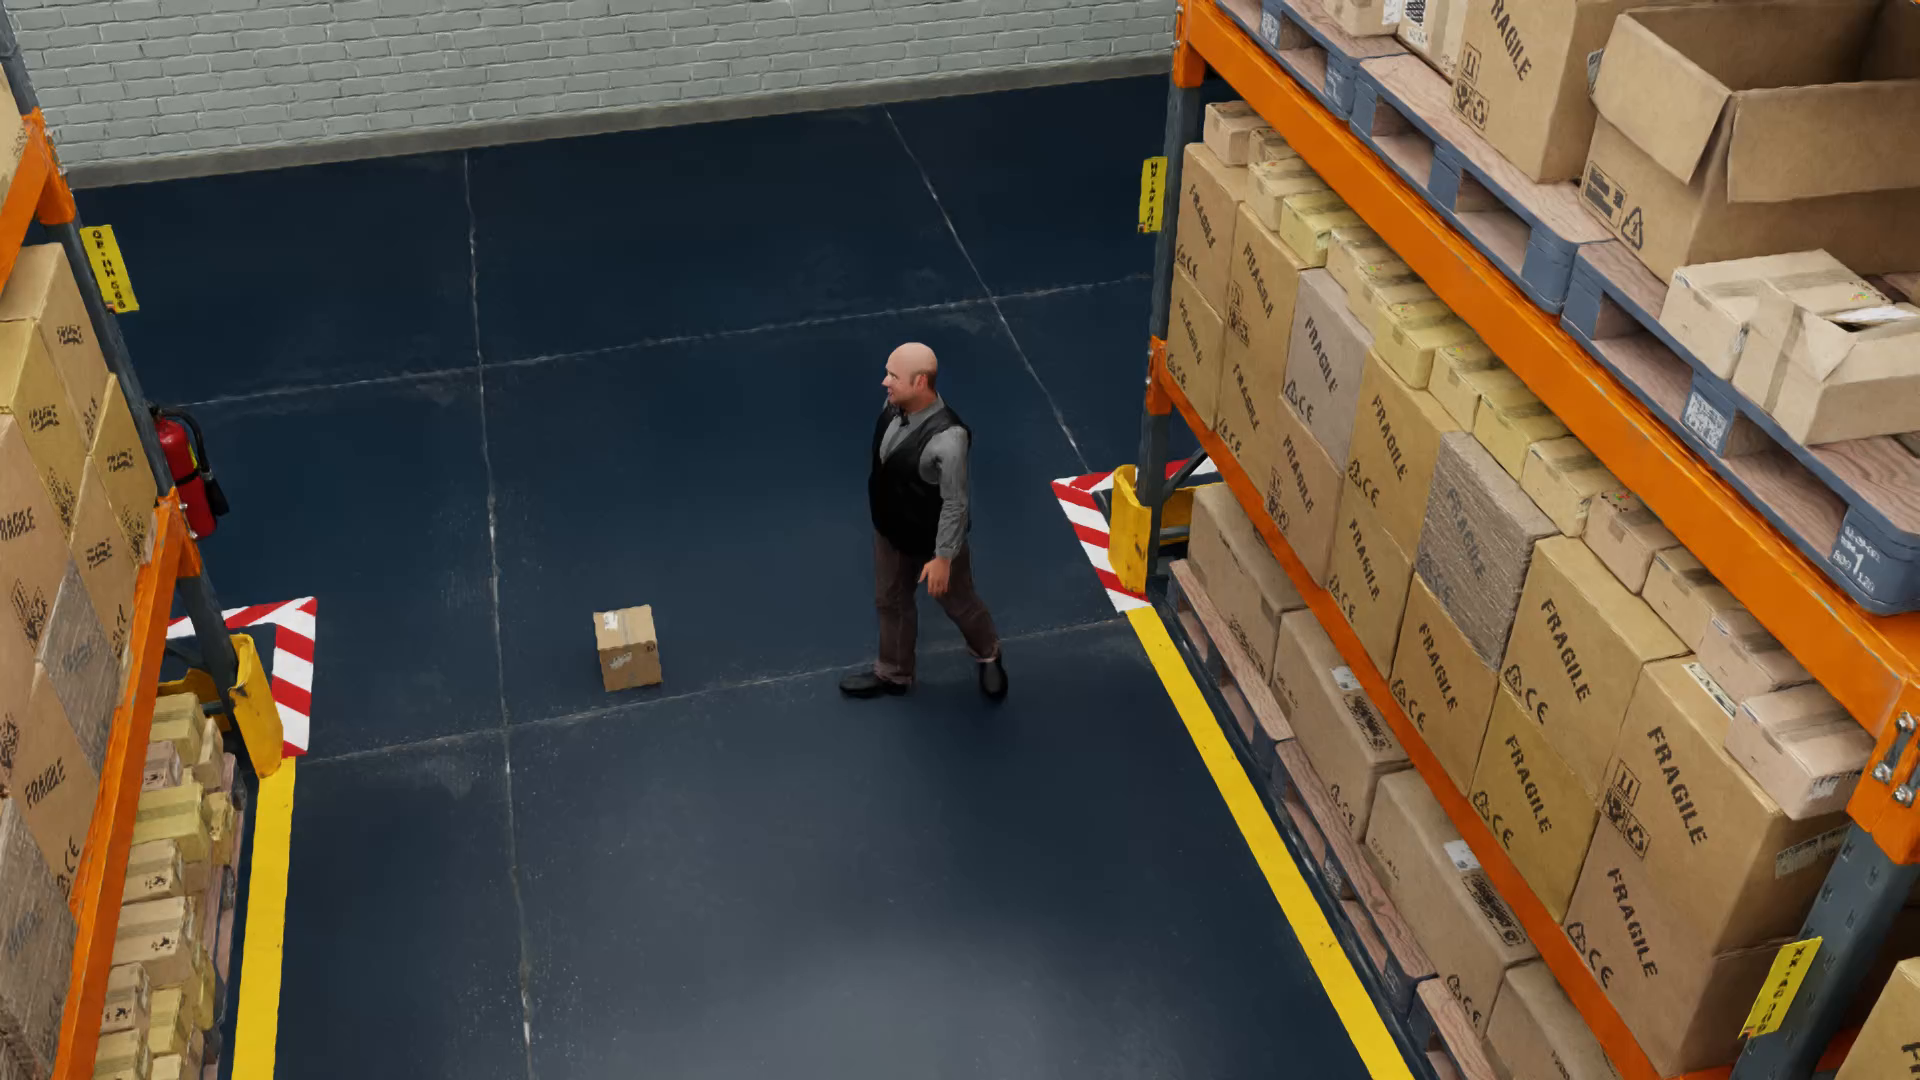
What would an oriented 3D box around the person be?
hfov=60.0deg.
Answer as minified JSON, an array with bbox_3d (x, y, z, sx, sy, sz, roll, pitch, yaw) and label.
[{"bbox_3d":[-0.169,-0.060,6.816,0.672,1.714,0.686,-25,44,-29],"label":"person"}]
